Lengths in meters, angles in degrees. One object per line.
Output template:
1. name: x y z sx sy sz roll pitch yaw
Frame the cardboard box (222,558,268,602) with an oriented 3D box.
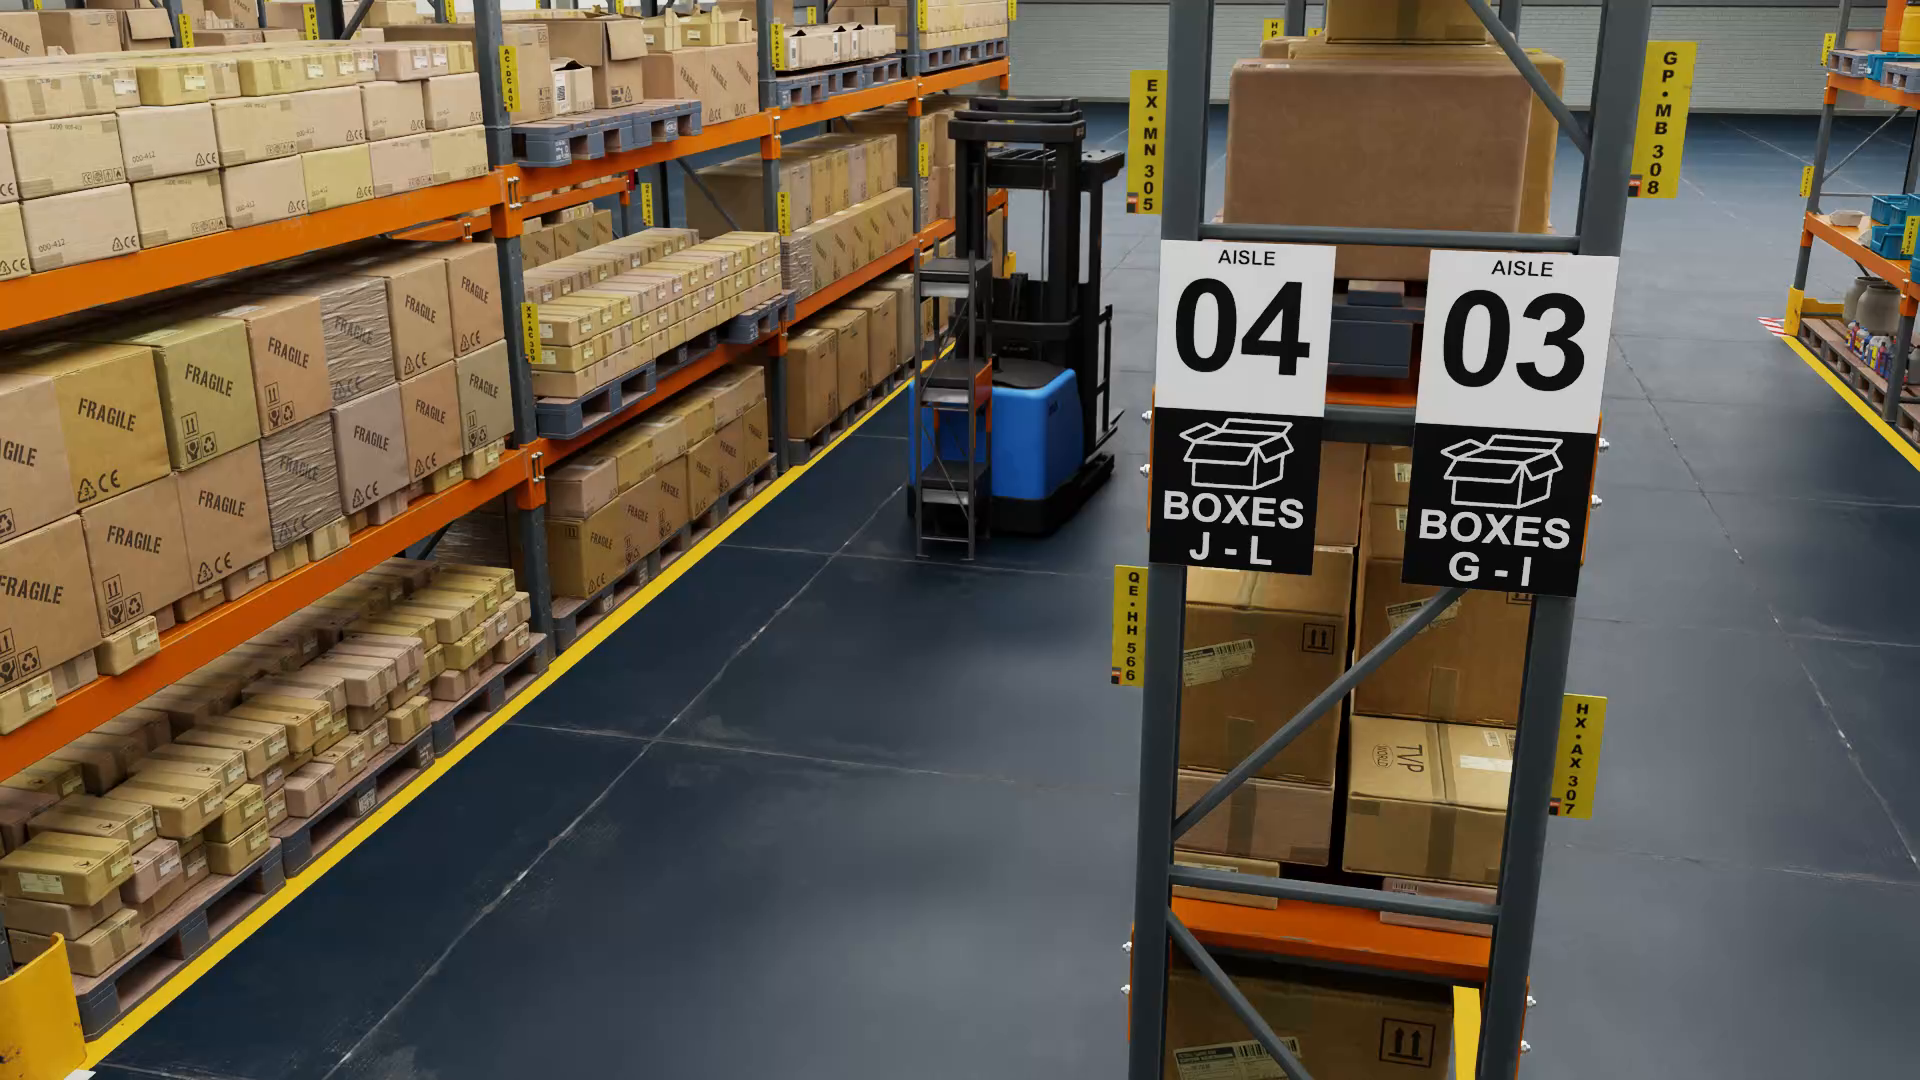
1. cardboard box: -3.177 0.135 7.039 0.380 0.149 0.250 4 19 12

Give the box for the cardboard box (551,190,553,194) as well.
1. cardboard box: -5.014 -4.138 19.550 0.380 0.149 0.250 5 19 13

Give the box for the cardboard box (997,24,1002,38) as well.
1. cardboard box: 0.272 -5.846 19.106 0.380 0.149 0.250 5 19 14

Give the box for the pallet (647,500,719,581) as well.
1. pallet: -2.360 -0.056 11.526 1.003 0.211 1.213 5 19 13

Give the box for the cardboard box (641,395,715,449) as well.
1. cardboard box: -2.033 -0.820 11.506 0.500 0.250 0.500 5 20 15

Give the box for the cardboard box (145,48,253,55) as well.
1. cardboard box: -3.407 -2.123 7.465 0.380 0.149 0.250 4 19 12

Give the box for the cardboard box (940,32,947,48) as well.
1. cardboard box: -0.348 -5.049 16.772 0.380 0.149 0.250 5 19 13

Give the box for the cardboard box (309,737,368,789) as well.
1. cardboard box: -3.019 1.031 7.789 0.380 0.149 0.250 5 19 13

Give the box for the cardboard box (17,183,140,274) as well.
1. cardboard box: -3.332 -1.128 5.941 0.500 0.250 0.500 5 20 15

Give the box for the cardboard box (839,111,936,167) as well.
1. cardboard box: -0.745 -4.132 17.242 0.875 0.550 0.550 5 19 13

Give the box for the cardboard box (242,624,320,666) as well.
1. cardboard box: -3.452 0.534 8.324 0.380 0.149 0.250 5 20 15

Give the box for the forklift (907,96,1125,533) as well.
1. forklift: 0.589 -1.877 12.648 1.130 2.935 3.031 6 20 18

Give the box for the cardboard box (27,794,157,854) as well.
1. cardboard box: -3.414 1.141 6.546 0.380 0.149 0.250 5 19 14

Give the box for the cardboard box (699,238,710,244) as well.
1. cardboard box: -2.018 -2.212 13.367 0.500 0.500 0.500 5 19 13

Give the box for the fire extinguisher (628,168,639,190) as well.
1. fire extinguisher: -4.263 -4.831 21.312 0.296 0.674 0.183 5 19 13

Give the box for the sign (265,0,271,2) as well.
1. sign: -9.029 -7.013 21.691 0.100 0.325 0.005 5 19 13

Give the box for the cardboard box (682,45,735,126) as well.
1. cardboard box: -1.870 -3.112 11.362 0.500 0.500 0.500 5 19 13

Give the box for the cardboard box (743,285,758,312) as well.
1. cardboard box: -1.667 -1.732 11.858 0.380 0.149 0.250 5 19 14

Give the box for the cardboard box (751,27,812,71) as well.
1. cardboard box: -1.477 -3.835 12.967 0.500 0.311 0.500 5 19 13

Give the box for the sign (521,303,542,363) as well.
1. sign: -2.317 -1.117 8.979 0.100 0.325 0.005 5 19 13

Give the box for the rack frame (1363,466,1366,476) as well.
1. rack frame: 1.940 -0.325 7.998 1.000 3.000 0.127 5 19 13

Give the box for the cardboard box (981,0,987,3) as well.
1. cardboard box: 0.085 -5.983 18.273 0.380 0.149 0.250 5 19 14

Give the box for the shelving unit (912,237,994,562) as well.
1. shelving unit: -0.041 -0.942 11.196 0.431 2.100 0.503 5 19 13

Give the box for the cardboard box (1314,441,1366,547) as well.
1. cardboard box: 1.325 -0.302 6.544 0.500 0.500 0.500 4 19 12

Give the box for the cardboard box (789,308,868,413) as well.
1. cardboard box: -1.421 -1.594 14.544 1.050 0.750 0.750 5 19 14

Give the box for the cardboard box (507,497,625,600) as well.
1. cardboard box: -2.407 0.025 10.190 0.500 0.500 0.500 5 20 16

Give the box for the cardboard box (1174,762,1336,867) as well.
1. cardboard box: 0.824 0.686 4.809 0.500 0.250 0.500 4 19 13

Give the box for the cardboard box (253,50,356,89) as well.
1. cardboard box: -2.903 -2.075 7.323 0.380 0.149 0.250 4 19 11

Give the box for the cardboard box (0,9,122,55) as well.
1. cardboard box: -6.750 -3.701 12.438 0.700 0.500 0.500 4 19 11

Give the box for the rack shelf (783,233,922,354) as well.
1. rack shelf: -1.379 -2.288 14.859 1.077 0.370 4.000 5 19 13

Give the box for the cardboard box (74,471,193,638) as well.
1. cardboard box: -3.339 0.029 6.347 0.500 0.500 0.500 5 19 13

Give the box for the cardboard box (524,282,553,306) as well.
1. cardboard box: -2.742 -1.498 10.252 0.380 0.149 0.250 5 19 13

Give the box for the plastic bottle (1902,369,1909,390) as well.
1. plastic bottle: 8.484 -1.463 14.980 0.097 0.201 0.097 0 19 0

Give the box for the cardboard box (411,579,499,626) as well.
1. cardboard box: -2.703 0.336 8.904 0.380 0.149 0.250 5 19 14

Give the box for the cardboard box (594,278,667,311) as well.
1. cardboard box: -2.050 -1.523 10.324 0.380 0.149 0.250 4 19 13

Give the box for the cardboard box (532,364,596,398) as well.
1. cardboard box: -2.303 -0.915 9.465 0.380 0.149 0.250 4 19 11

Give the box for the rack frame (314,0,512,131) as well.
1. rack frame: -2.845 -3.587 8.267 1.000 3.000 0.127 5 19 13

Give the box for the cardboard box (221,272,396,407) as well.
1. cardboard box: -2.957 -0.919 7.575 0.500 0.500 0.500 5 20 15

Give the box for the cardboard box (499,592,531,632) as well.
1. cardboard box: -2.614 0.385 9.219 0.380 0.149 0.250 5 20 14

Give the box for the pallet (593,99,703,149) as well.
1. pallet: -2.340 -2.589 10.277 1.213 0.211 1.003 5 19 13

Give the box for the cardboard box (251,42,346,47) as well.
1. cardboard box: -3.250 -2.367 8.178 0.380 0.149 0.250 4 19 11

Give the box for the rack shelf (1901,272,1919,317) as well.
1. rack shelf: 8.209 -1.474 12.475 1.077 0.370 4.000 5 19 13

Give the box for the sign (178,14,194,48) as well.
1. sign: -6.156 -4.016 13.242 0.100 0.325 0.005 5 19 13

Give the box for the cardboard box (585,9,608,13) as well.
1. cardboard box: -4.534 -6.417 20.349 0.380 0.149 0.250 5 19 14

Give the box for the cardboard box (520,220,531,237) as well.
1. cardboard box: -5.097 -3.533 18.832 0.380 0.149 0.250 5 20 15

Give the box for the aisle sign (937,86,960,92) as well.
1. aisle sign: -0.187 -5.785 19.963 0.394 0.787 0.004 5 19 13

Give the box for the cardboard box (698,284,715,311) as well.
1. cardboard box: -1.860 -1.627 11.090 0.380 0.149 0.250 5 20 15

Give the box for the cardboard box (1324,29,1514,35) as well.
1. cardboard box: 1.807 -1.788 6.681 0.700 0.500 0.500 4 19 10

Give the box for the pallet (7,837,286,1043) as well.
1. pallet: -3.571 1.550 6.824 1.003 0.211 1.213 5 19 13

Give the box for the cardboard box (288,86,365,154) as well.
1. cardboard box: -2.972 -1.843 7.259 0.500 0.250 0.500 5 20 16

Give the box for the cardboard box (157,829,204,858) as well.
1. cardboard box: -3.350 1.206 6.816 0.380 0.149 0.250 5 19 14

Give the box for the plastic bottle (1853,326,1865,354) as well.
1. plastic bottle: 8.846 -1.961 16.328 0.097 0.271 0.097 0 19 0

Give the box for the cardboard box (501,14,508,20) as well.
1. cardboard box: -5.123 -5.612 17.991 0.380 0.149 0.250 5 19 13
